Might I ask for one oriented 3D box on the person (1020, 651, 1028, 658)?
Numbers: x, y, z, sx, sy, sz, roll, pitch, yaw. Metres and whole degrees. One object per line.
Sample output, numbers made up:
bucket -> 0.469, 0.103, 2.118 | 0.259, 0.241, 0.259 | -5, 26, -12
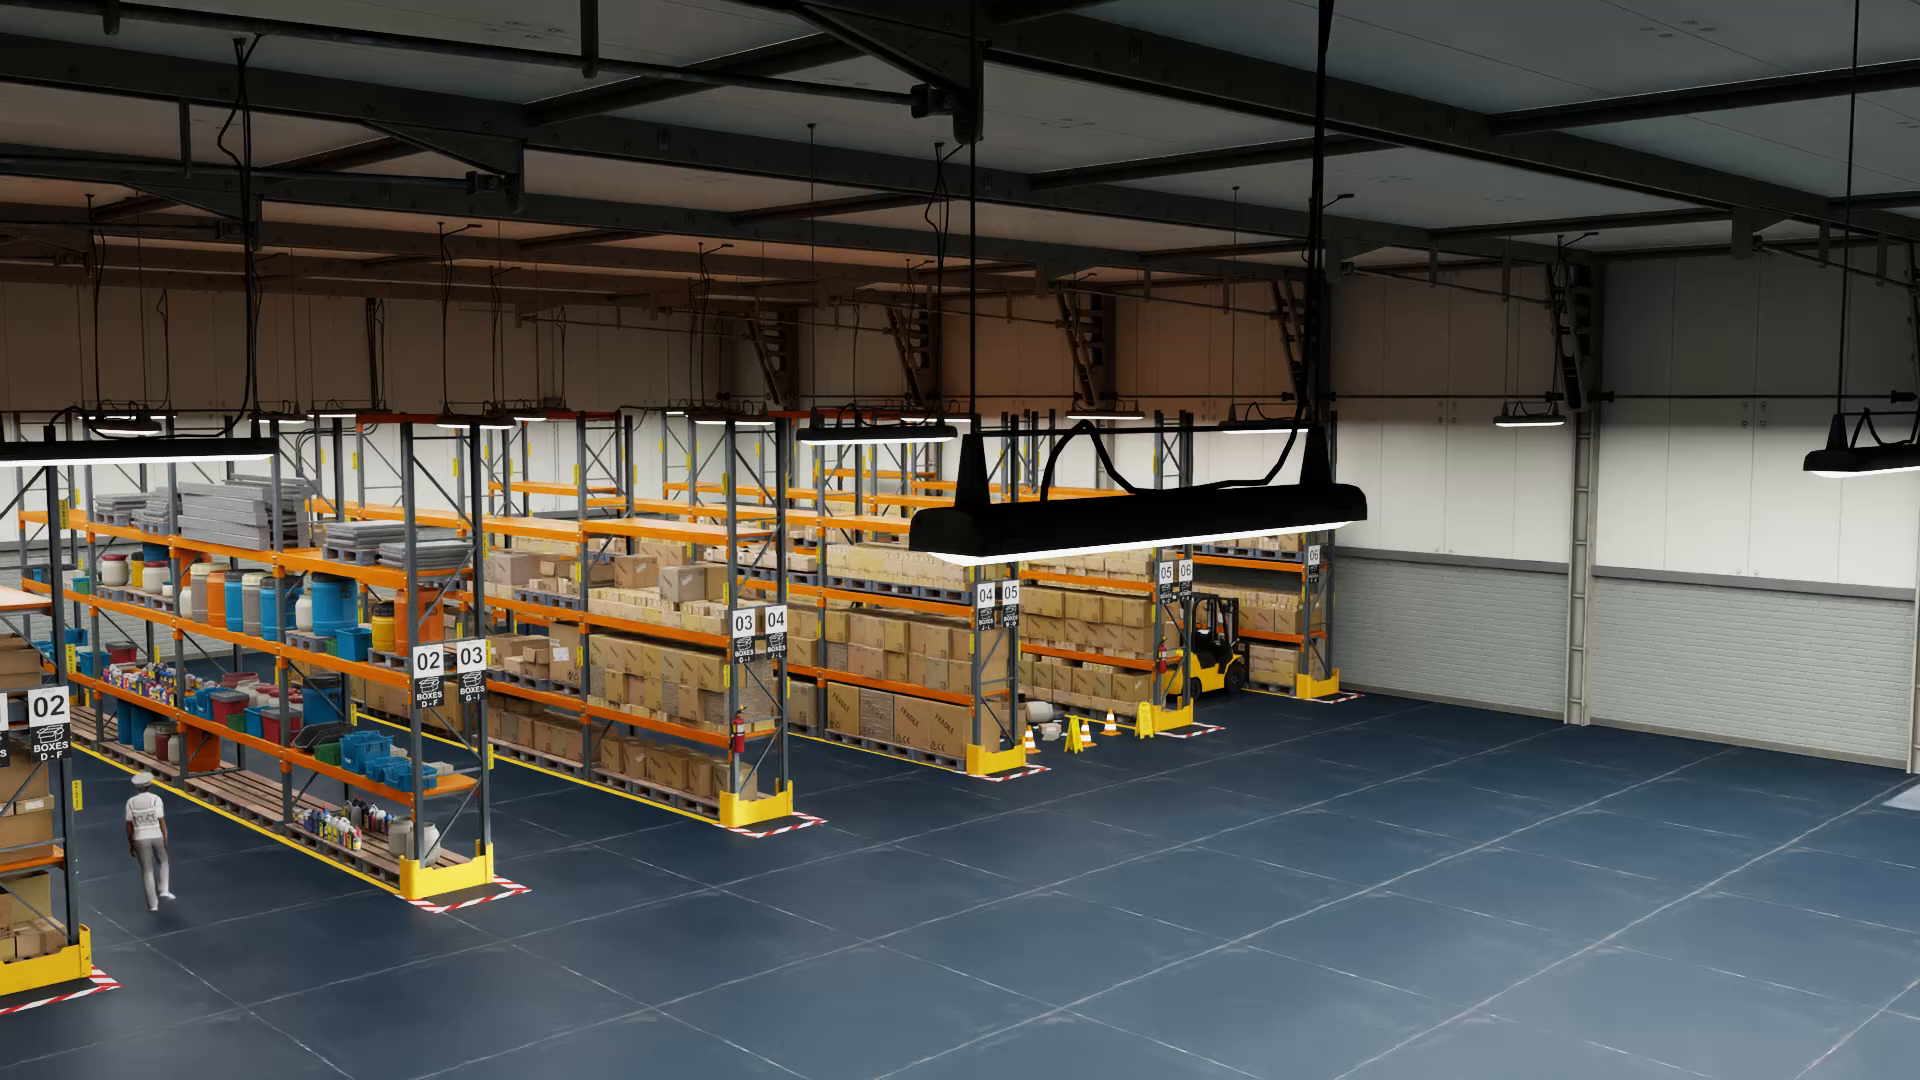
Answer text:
person -> 1.343, 2.268, 36.654 | 0.553, 1.784, 0.583 | 5, 7, 44

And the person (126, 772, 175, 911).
person -> -9.979, 3.708, 20.492 | 0.497, 1.670, 0.454 | -3, 6, -32
